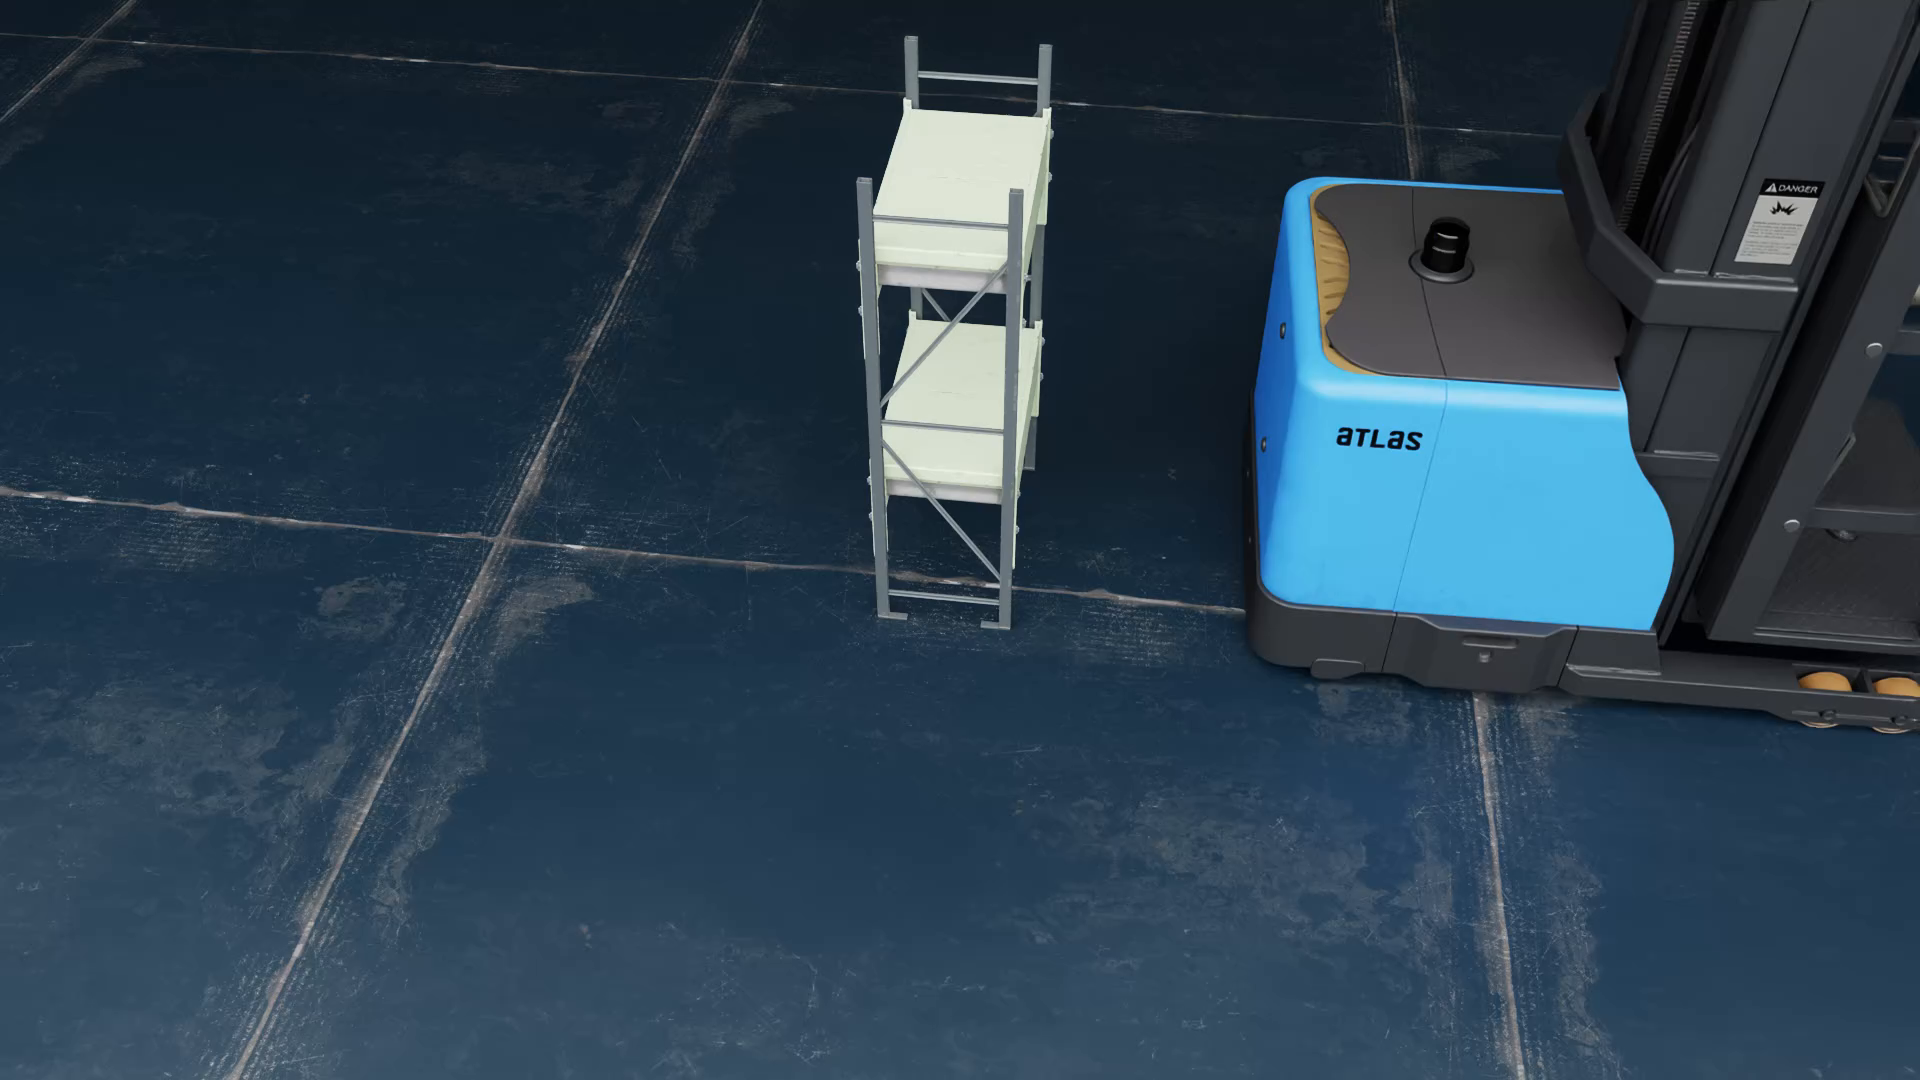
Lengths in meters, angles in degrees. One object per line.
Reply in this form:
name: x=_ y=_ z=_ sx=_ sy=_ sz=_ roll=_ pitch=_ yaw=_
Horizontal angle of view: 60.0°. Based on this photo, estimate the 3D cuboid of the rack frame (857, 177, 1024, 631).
rack frame: x=-0.048 y=-0.300 z=4.476 sx=0.400 sy=1.500 sz=0.023 roll=5 pitch=44 yaw=6

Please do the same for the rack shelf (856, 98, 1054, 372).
rack shelf: x=0.001 y=-0.833 z=4.471 sx=0.431 sy=0.370 sz=0.720 roll=5 pitch=44 yaw=6

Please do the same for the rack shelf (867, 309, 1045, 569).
rack shelf: x=0.001 y=-0.312 z=4.963 sx=0.431 sy=0.370 sz=0.720 roll=5 pitch=44 yaw=6

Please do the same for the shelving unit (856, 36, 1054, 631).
shelving unit: x=0.001 y=-0.549 z=4.739 sx=0.431 sy=1.500 sz=0.755 roll=5 pitch=44 yaw=6

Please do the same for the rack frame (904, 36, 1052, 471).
rack frame: x=0.049 y=-0.799 z=5.003 sx=0.400 sy=1.500 sz=0.023 roll=5 pitch=44 yaw=6

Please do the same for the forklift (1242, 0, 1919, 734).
forklift: x=2.386 y=-0.908 z=4.077 sx=3.031 sy=2.935 sz=1.130 roll=4 pitch=44 yaw=4
